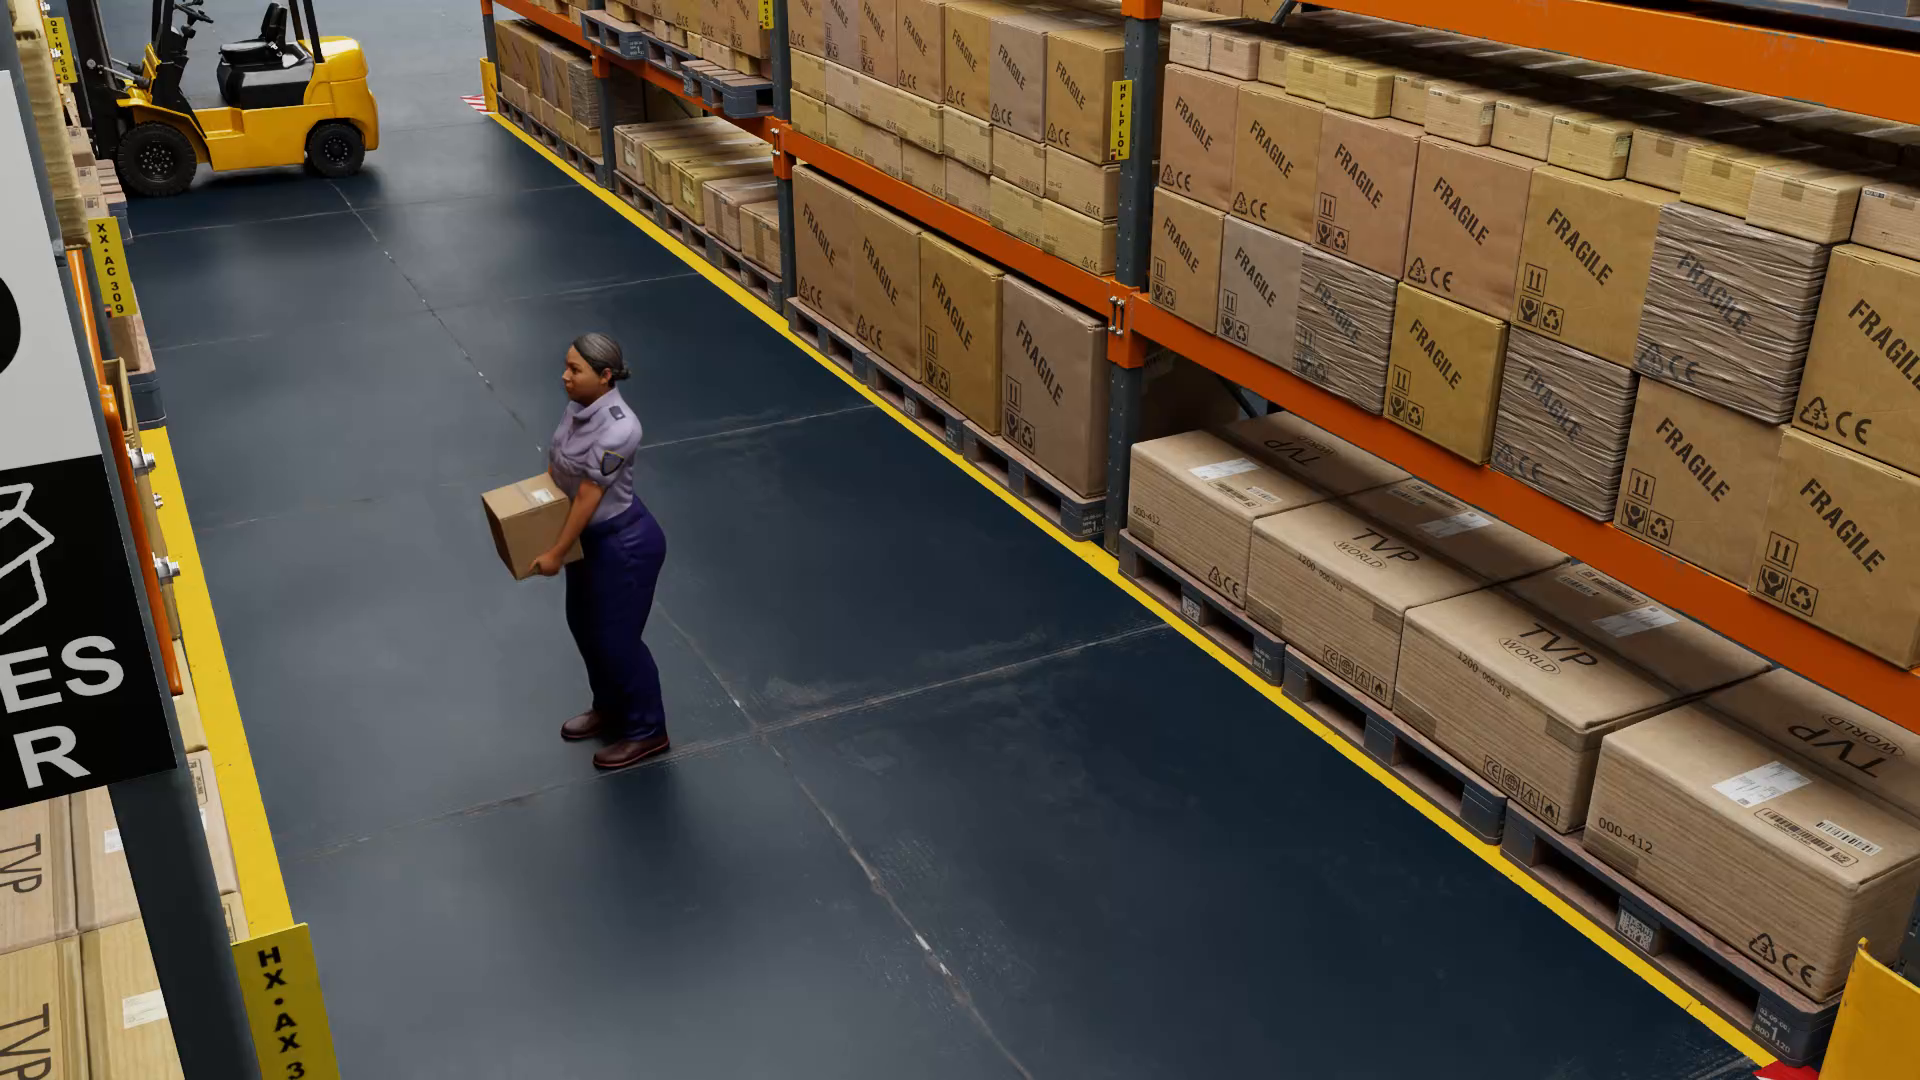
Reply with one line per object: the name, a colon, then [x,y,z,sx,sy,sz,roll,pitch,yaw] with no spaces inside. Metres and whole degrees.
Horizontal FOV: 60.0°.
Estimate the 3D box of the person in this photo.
person: [-1.348,0.044,6.047,0.524,1.647,0.434,-13,29,-26]
